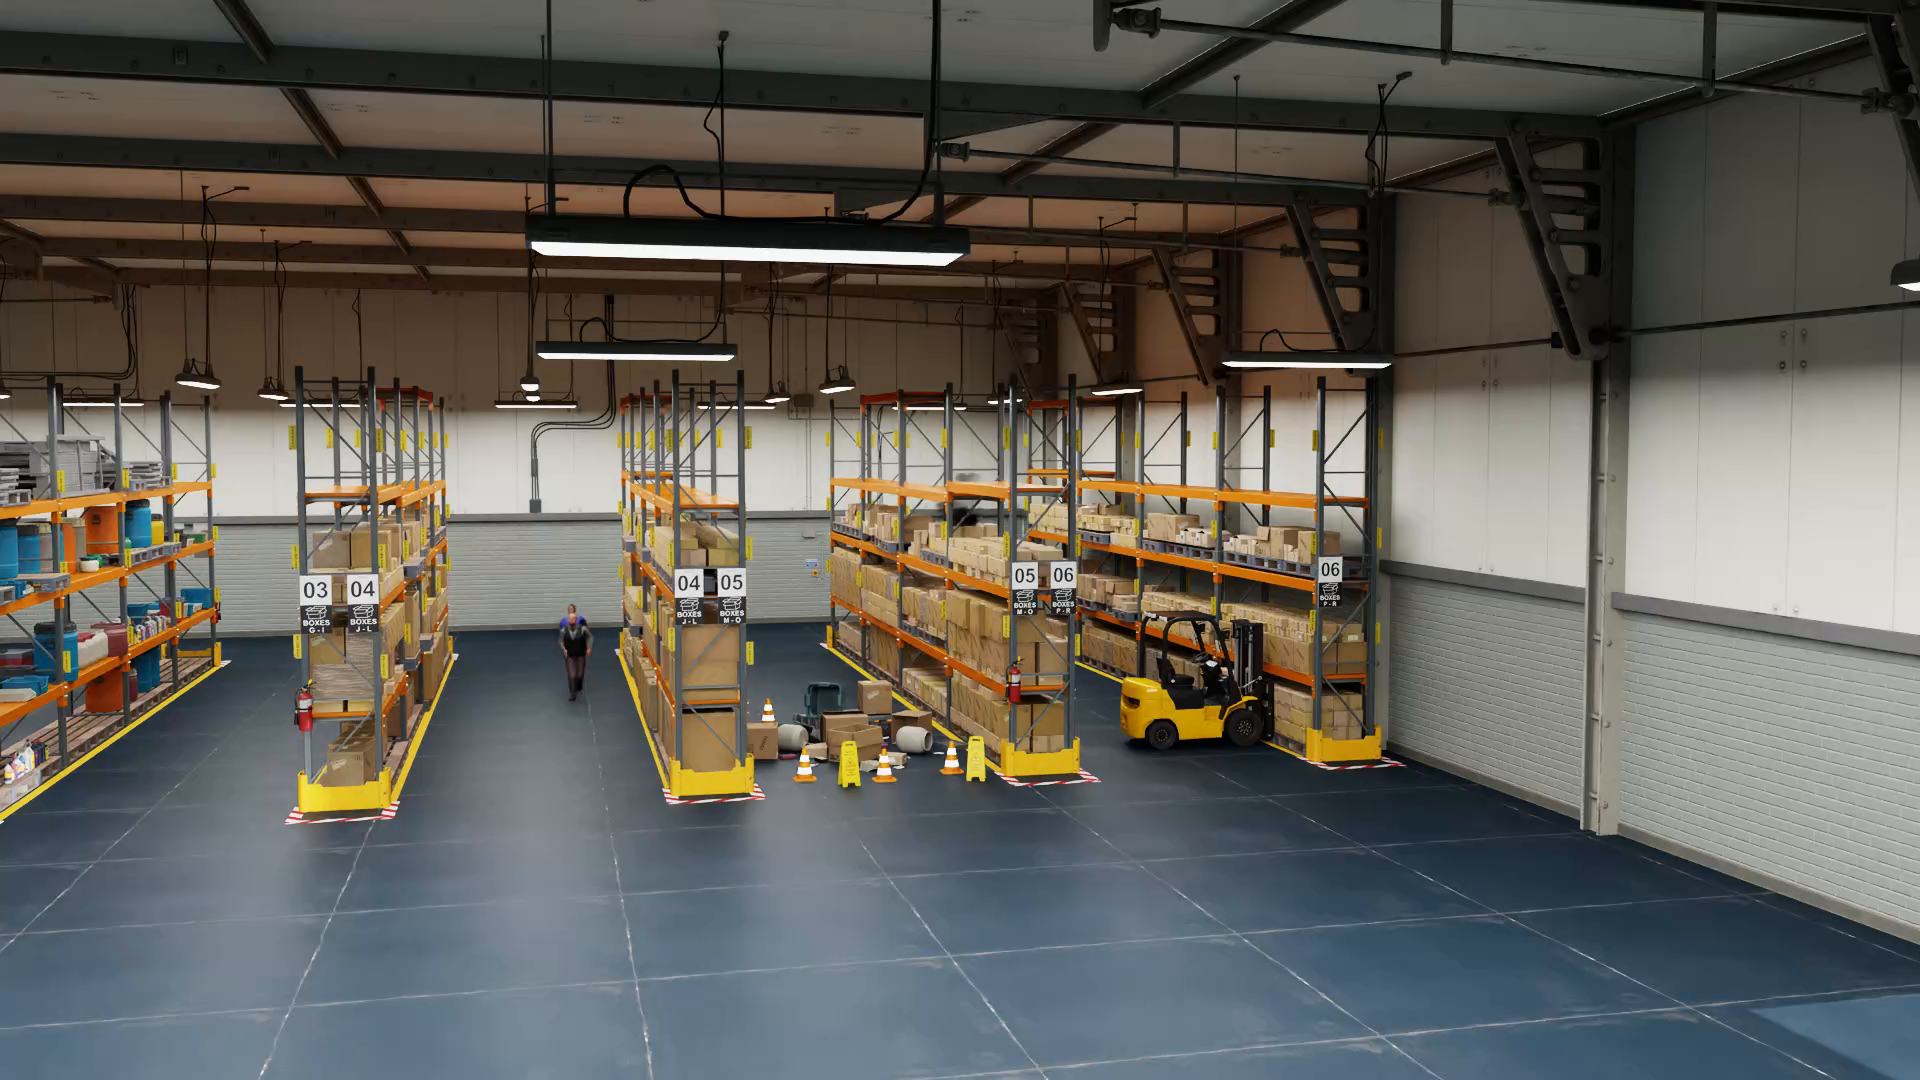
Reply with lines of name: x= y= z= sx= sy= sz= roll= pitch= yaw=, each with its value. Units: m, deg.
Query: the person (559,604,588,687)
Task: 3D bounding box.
person: x=-7.900 y=2.143 z=33.978 sx=0.587 sy=1.625 sz=0.949 roll=-1 pitch=3 yaw=-10

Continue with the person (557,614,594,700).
person: x=-7.403 y=2.257 z=32.023 sx=0.683 sy=1.681 sz=0.635 roll=-1 pitch=3 yaw=-8
